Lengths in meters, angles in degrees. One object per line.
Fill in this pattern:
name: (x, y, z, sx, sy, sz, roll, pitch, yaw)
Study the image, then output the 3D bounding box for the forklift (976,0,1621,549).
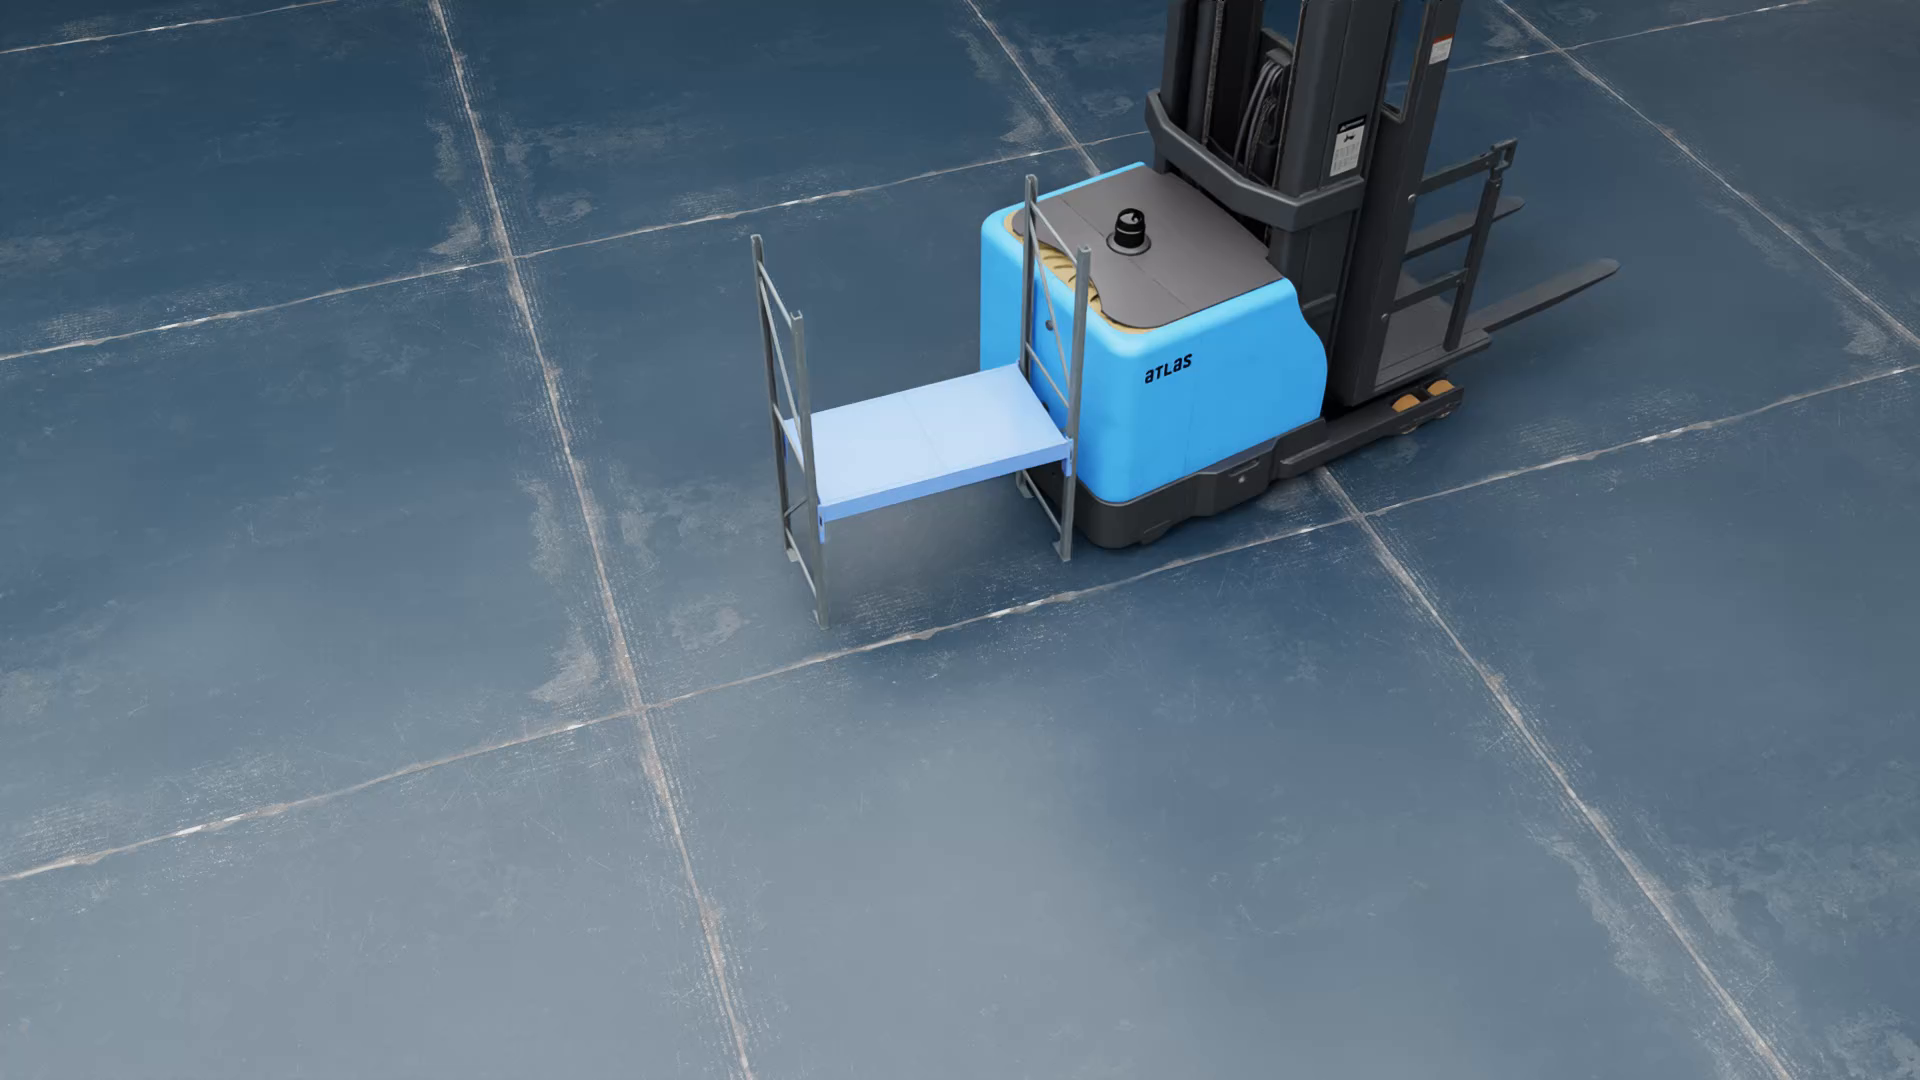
forklift: (1.596, -1.794, 6.469, 3.031, 2.935, 1.130, -23, 50, -21)

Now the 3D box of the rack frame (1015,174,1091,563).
rack frame: (0.338, -0.608, 6.297, 0.032, 1.500, 0.500, -15, 47, -15)

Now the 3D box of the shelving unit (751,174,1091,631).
shelving unit: (-0.136, -0.477, 6.167, 1.048, 1.500, 0.538, -15, 47, -15)

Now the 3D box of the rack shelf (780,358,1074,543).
rack shelf: (-0.136, -0.350, 6.294, 1.000, 0.185, 0.538, -15, 47, -15)

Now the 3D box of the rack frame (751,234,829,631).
rack frame: (-0.609, -0.346, 6.036, 0.032, 1.500, 0.500, -15, 47, -15)
